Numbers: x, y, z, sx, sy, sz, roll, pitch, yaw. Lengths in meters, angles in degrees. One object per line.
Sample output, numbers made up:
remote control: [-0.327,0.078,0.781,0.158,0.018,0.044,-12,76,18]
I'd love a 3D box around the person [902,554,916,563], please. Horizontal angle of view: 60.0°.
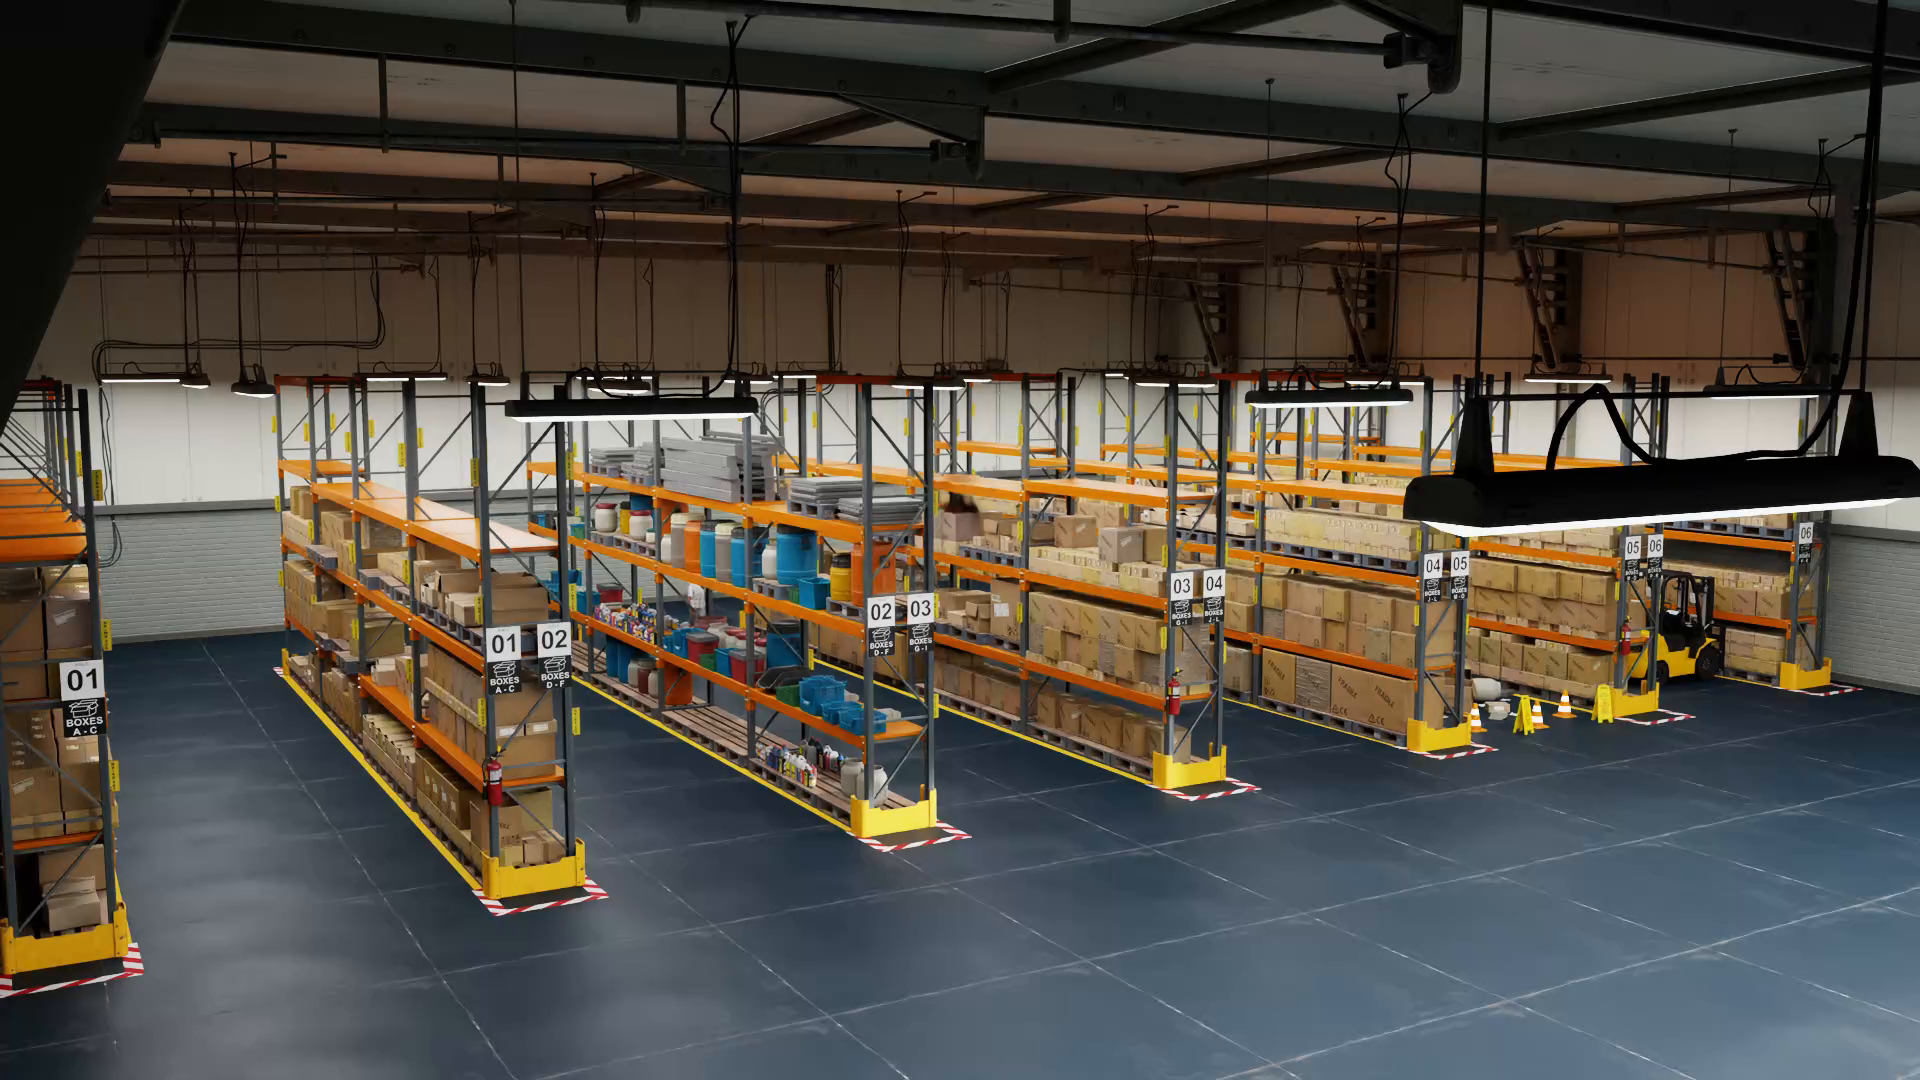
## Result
person: [-1.263,0.973,41.627,0.414,1.585,0.480,3,7,28]

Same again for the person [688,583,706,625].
person: [-5.803,1.492,36.752,0.470,1.649,0.928,-3,7,-25]
